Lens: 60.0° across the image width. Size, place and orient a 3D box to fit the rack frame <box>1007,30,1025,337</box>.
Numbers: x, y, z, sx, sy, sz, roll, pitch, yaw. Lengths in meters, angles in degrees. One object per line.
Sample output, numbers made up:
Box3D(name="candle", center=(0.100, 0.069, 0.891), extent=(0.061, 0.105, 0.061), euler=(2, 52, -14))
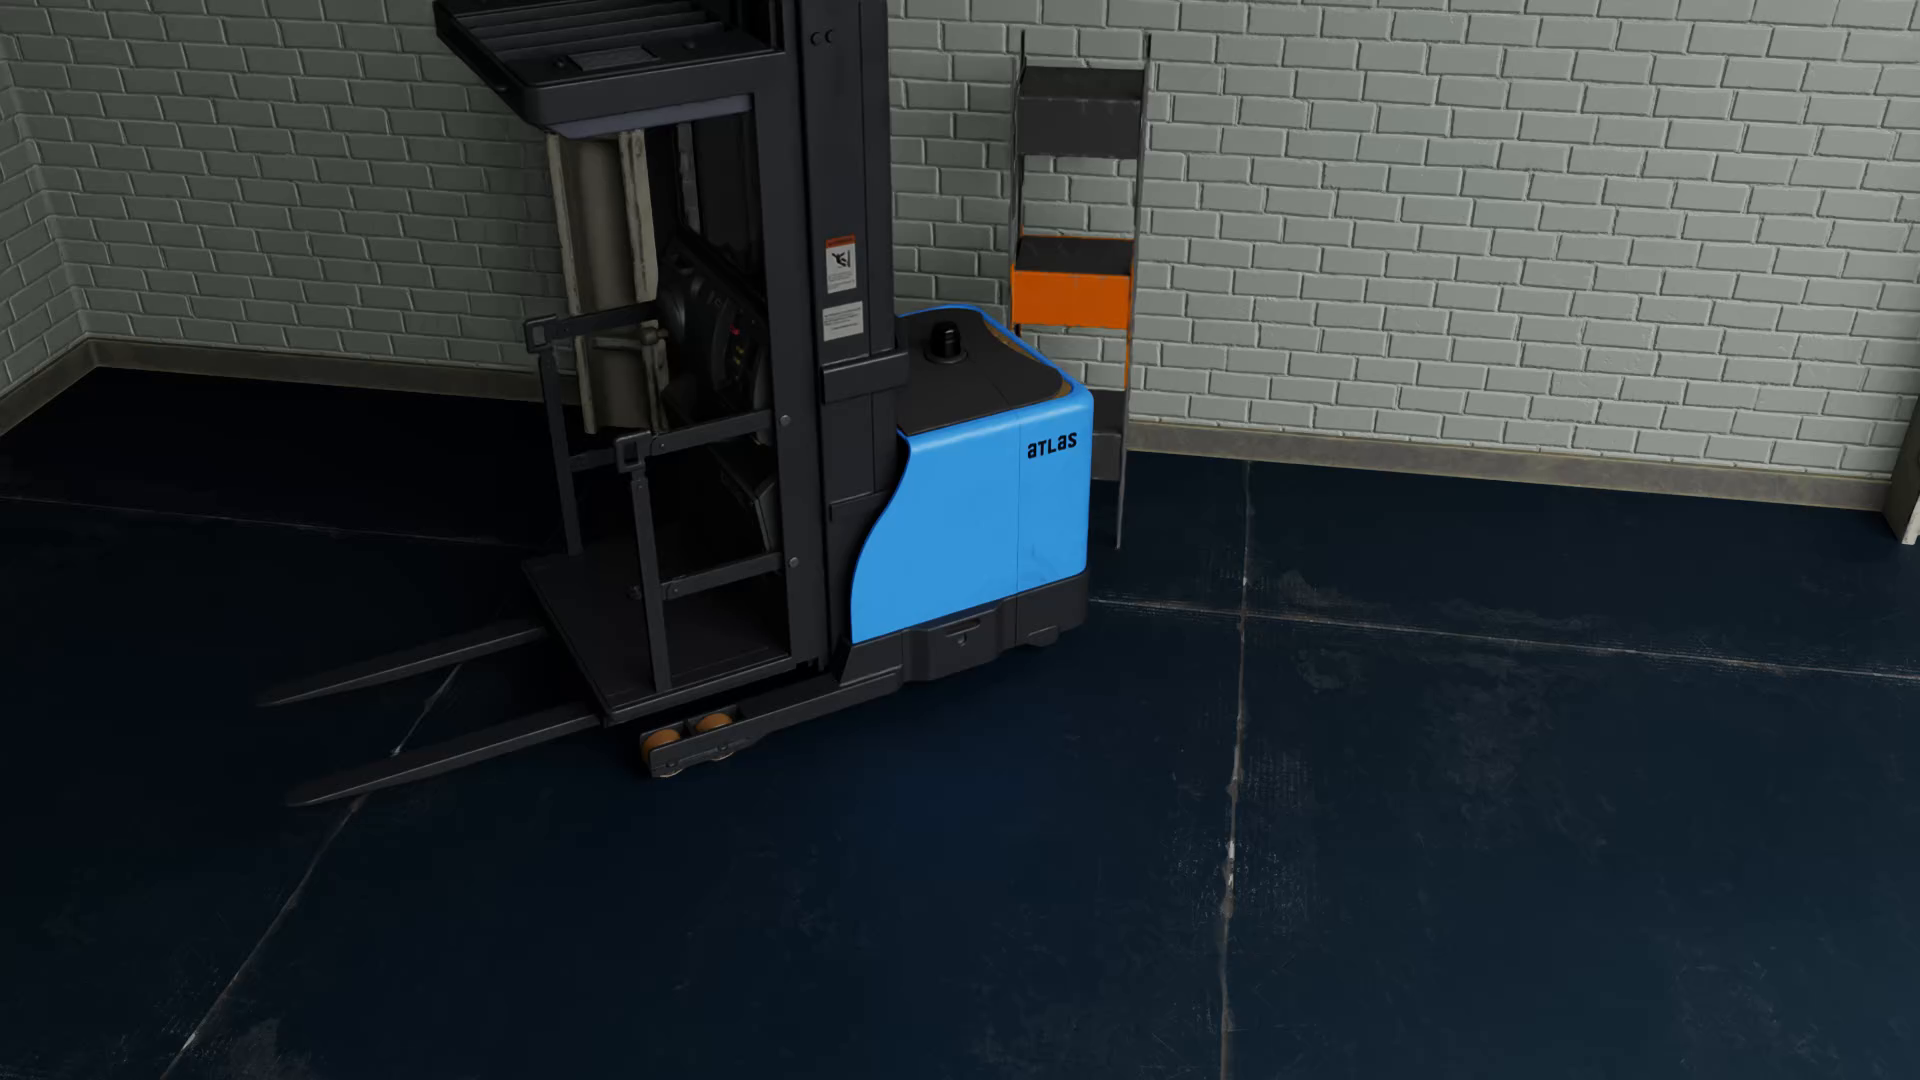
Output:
Box3D(name="rack frame", center=(0.223, -0.988, 6.849), extent=(0.015, 2.100, 0.400), euler=(4, 32, 6))

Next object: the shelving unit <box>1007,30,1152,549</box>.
Box3D(name="shelving unit", center=(0.465, -0.972, 6.824), extent=(0.503, 2.100, 0.431), euler=(4, 32, 6))

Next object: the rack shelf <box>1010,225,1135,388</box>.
Box3D(name="rack shelf", center=(0.465, -0.960, 6.831), extent=(0.480, 0.518, 0.431), euler=(4, 32, 6))

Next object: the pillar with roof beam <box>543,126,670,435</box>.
Box3D(name="pillar with roof beam", center=(-2.329, -2.146, 2.197), extent=(0.400, 9.000, 9.100), euler=(5, 32, 8))

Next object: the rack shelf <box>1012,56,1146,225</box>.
Box3D(name="rack shelf", center=(0.465, -1.554, 6.460), extent=(0.480, 0.518, 0.431), euler=(4, 32, 6))

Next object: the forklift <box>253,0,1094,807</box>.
Box3D(name="forklift", center=(-1.034, -0.722, 5.640), extent=(3.031, 2.935, 1.130), euler=(-16, 35, -24))

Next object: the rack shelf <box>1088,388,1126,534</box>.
Box3D(name="rack shelf", center=(0.465, -0.367, 7.202), extent=(0.480, 0.518, 0.431), euler=(4, 32, 6))

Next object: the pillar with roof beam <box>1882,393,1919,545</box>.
Box3D(name="pillar with roof beam", center=(3.585, -1.611, 1.342), extent=(0.400, 9.000, 9.100), euler=(5, 32, 8))

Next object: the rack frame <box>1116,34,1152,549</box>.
Box3D(name="rack frame", center=(0.707, -0.956, 6.799), extent=(0.015, 2.100, 0.400), euler=(4, 32, 6))
